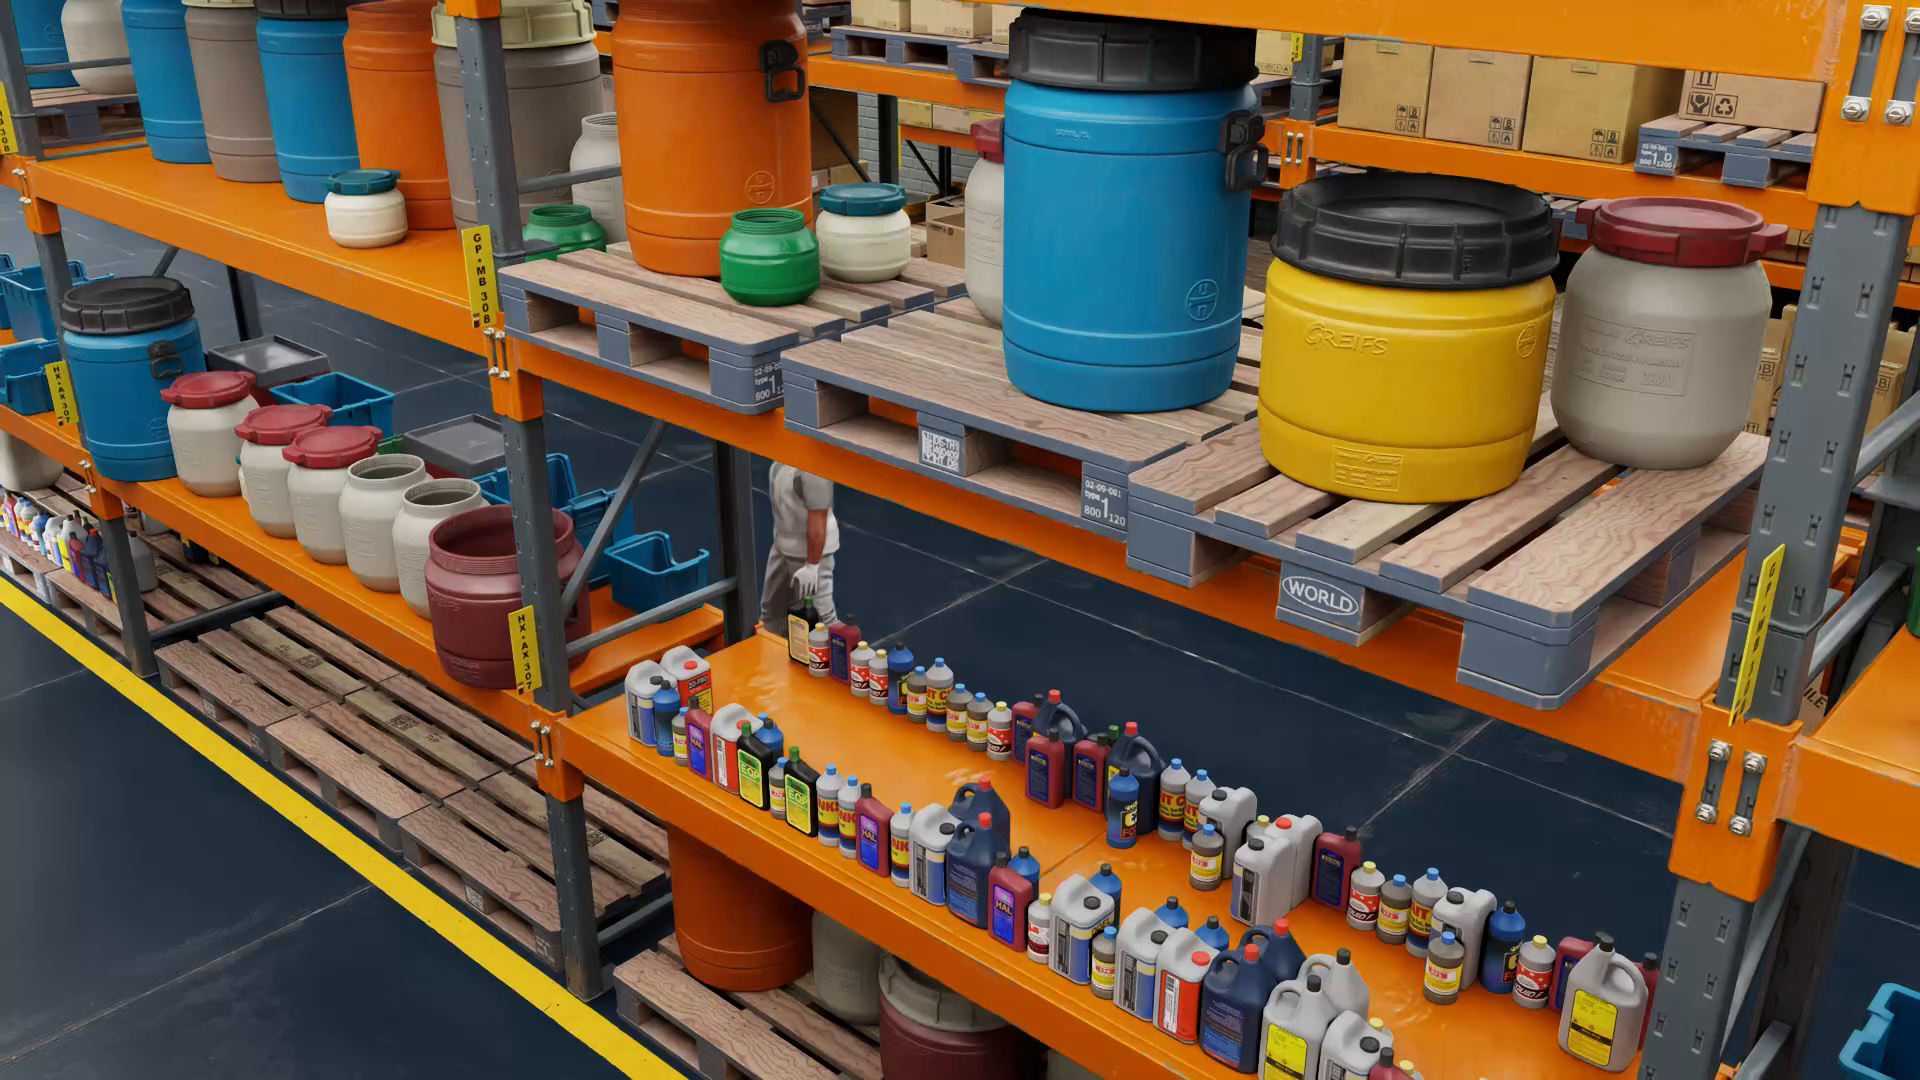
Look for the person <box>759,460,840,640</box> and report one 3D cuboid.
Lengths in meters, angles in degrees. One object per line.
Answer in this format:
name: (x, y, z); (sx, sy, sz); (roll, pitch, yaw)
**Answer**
person: (-0.918, 0.057, 8.412); (0.718, 1.774, 0.597); (-8, 25, -18)
